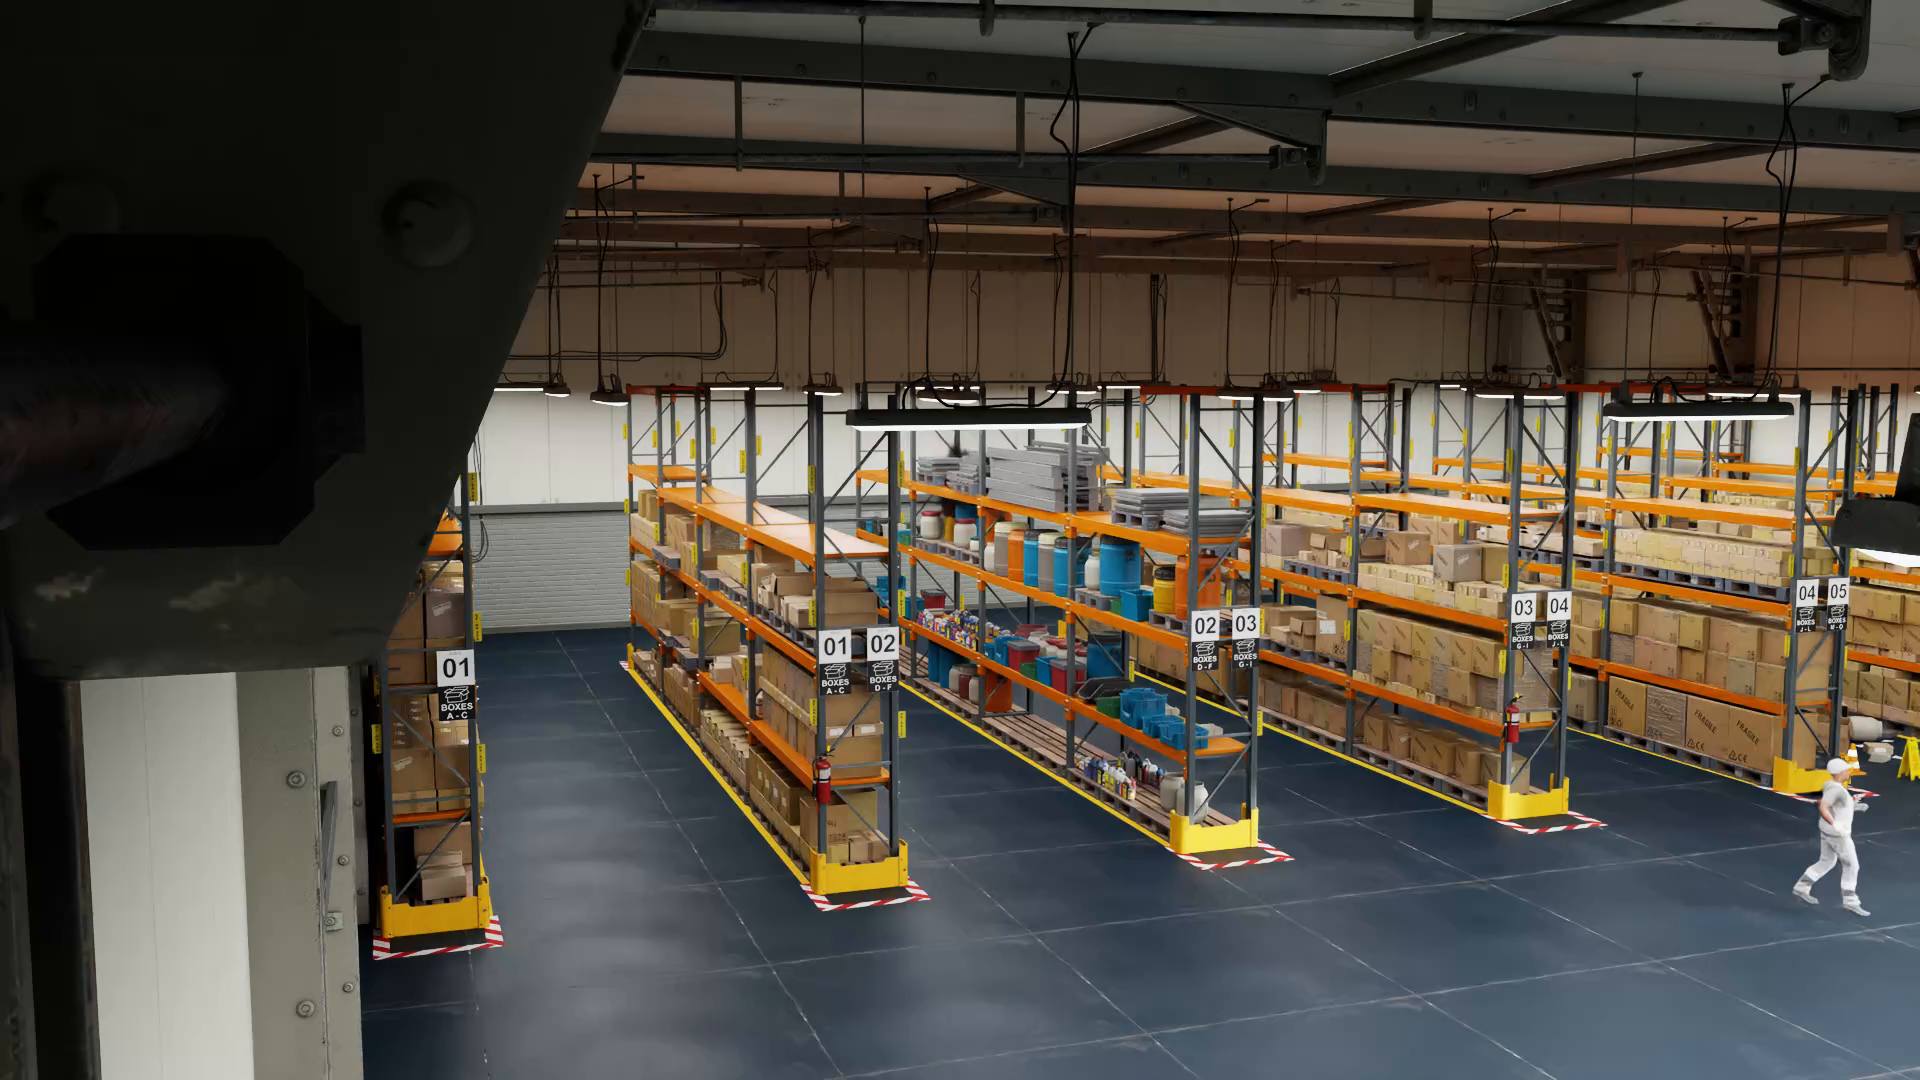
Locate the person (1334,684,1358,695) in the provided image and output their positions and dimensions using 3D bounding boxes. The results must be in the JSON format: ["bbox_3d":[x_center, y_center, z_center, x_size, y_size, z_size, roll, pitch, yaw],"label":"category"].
[{"bbox_3d":[7.307,2.321,31.093,0.607,1.614,0.551,-3,7,-26],"label":"person"}]

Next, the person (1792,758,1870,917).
[{"bbox_3d":[10.172,3.437,19.346,0.814,1.824,0.640,1,6,14],"label":"person"}]

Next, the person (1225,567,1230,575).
[{"bbox_3d":[6.471,1.364,41.044,0.473,1.509,0.626,-2,6,-15],"label":"person"}]
